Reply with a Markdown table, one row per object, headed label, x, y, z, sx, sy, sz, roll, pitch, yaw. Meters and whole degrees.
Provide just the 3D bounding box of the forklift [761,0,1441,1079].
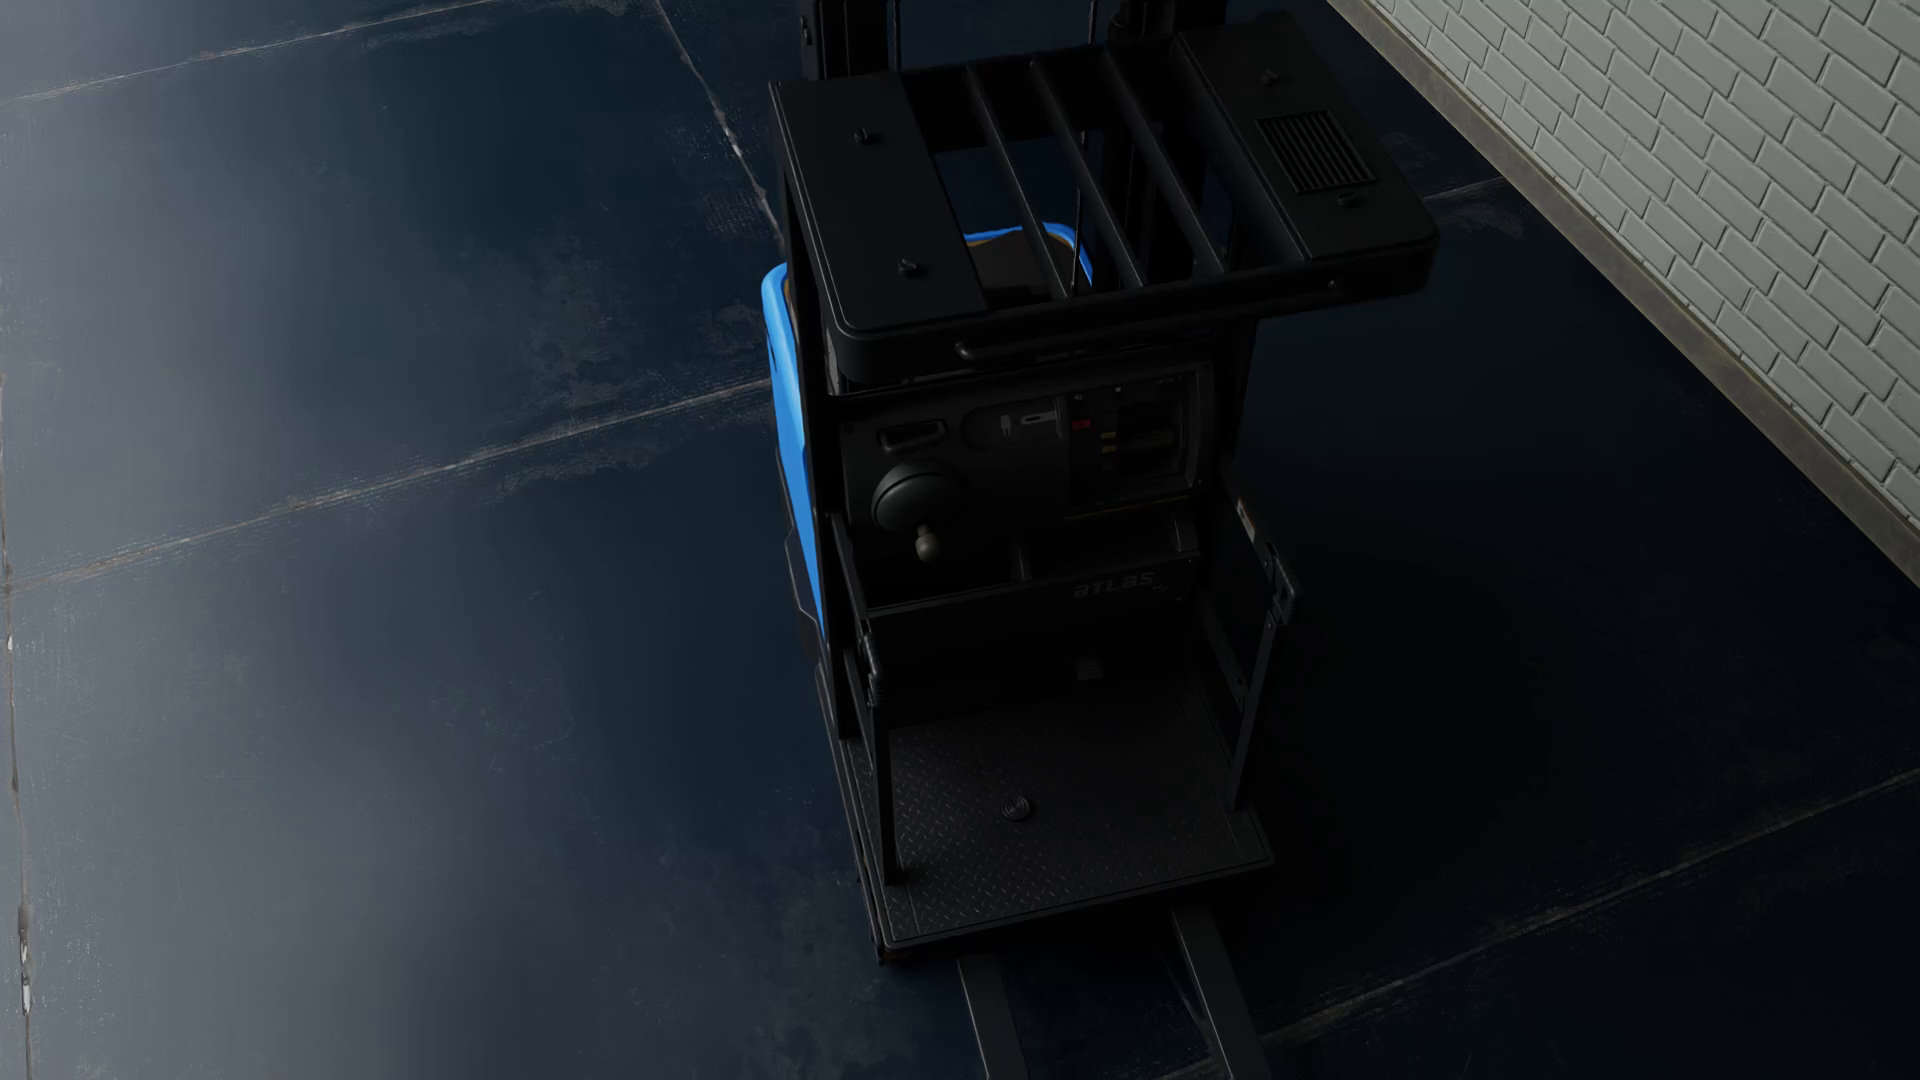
| label | x | y | z | sx | sy | sz | roll | pitch | yaw |
| --- | --- | --- | --- | --- | --- | --- | --- | --- | --- |
| forklift | 0.225 | -0.095 | 3.899 | 1.130 | 2.935 | 3.031 | -10 | 50 | -9 |
